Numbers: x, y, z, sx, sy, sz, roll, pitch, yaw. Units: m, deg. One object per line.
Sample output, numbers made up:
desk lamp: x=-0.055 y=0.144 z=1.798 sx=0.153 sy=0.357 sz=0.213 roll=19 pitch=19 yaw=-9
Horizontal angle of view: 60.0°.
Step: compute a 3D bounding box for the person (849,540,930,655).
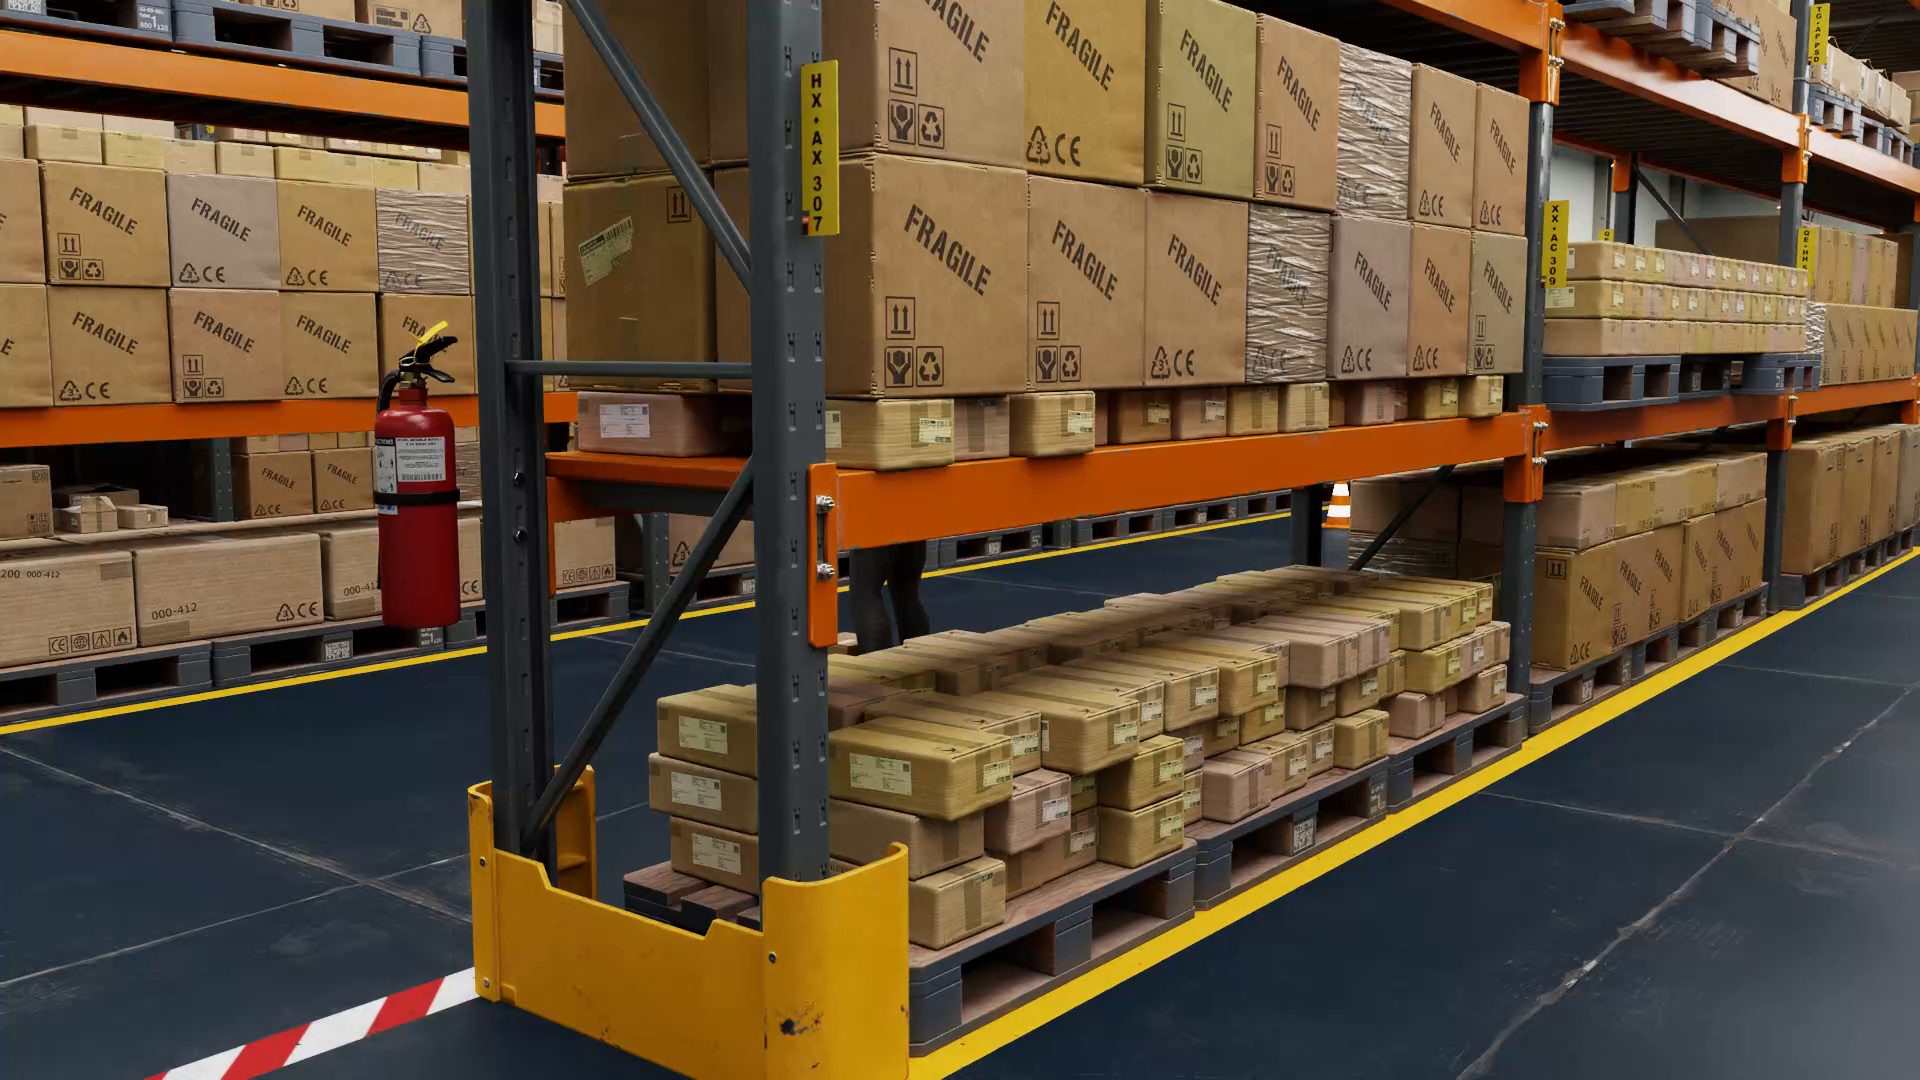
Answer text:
person: x=-0.316 y=-0.115 z=7.229 sx=0.350 sy=1.653 sz=0.518 roll=5 pitch=8 yaw=36
